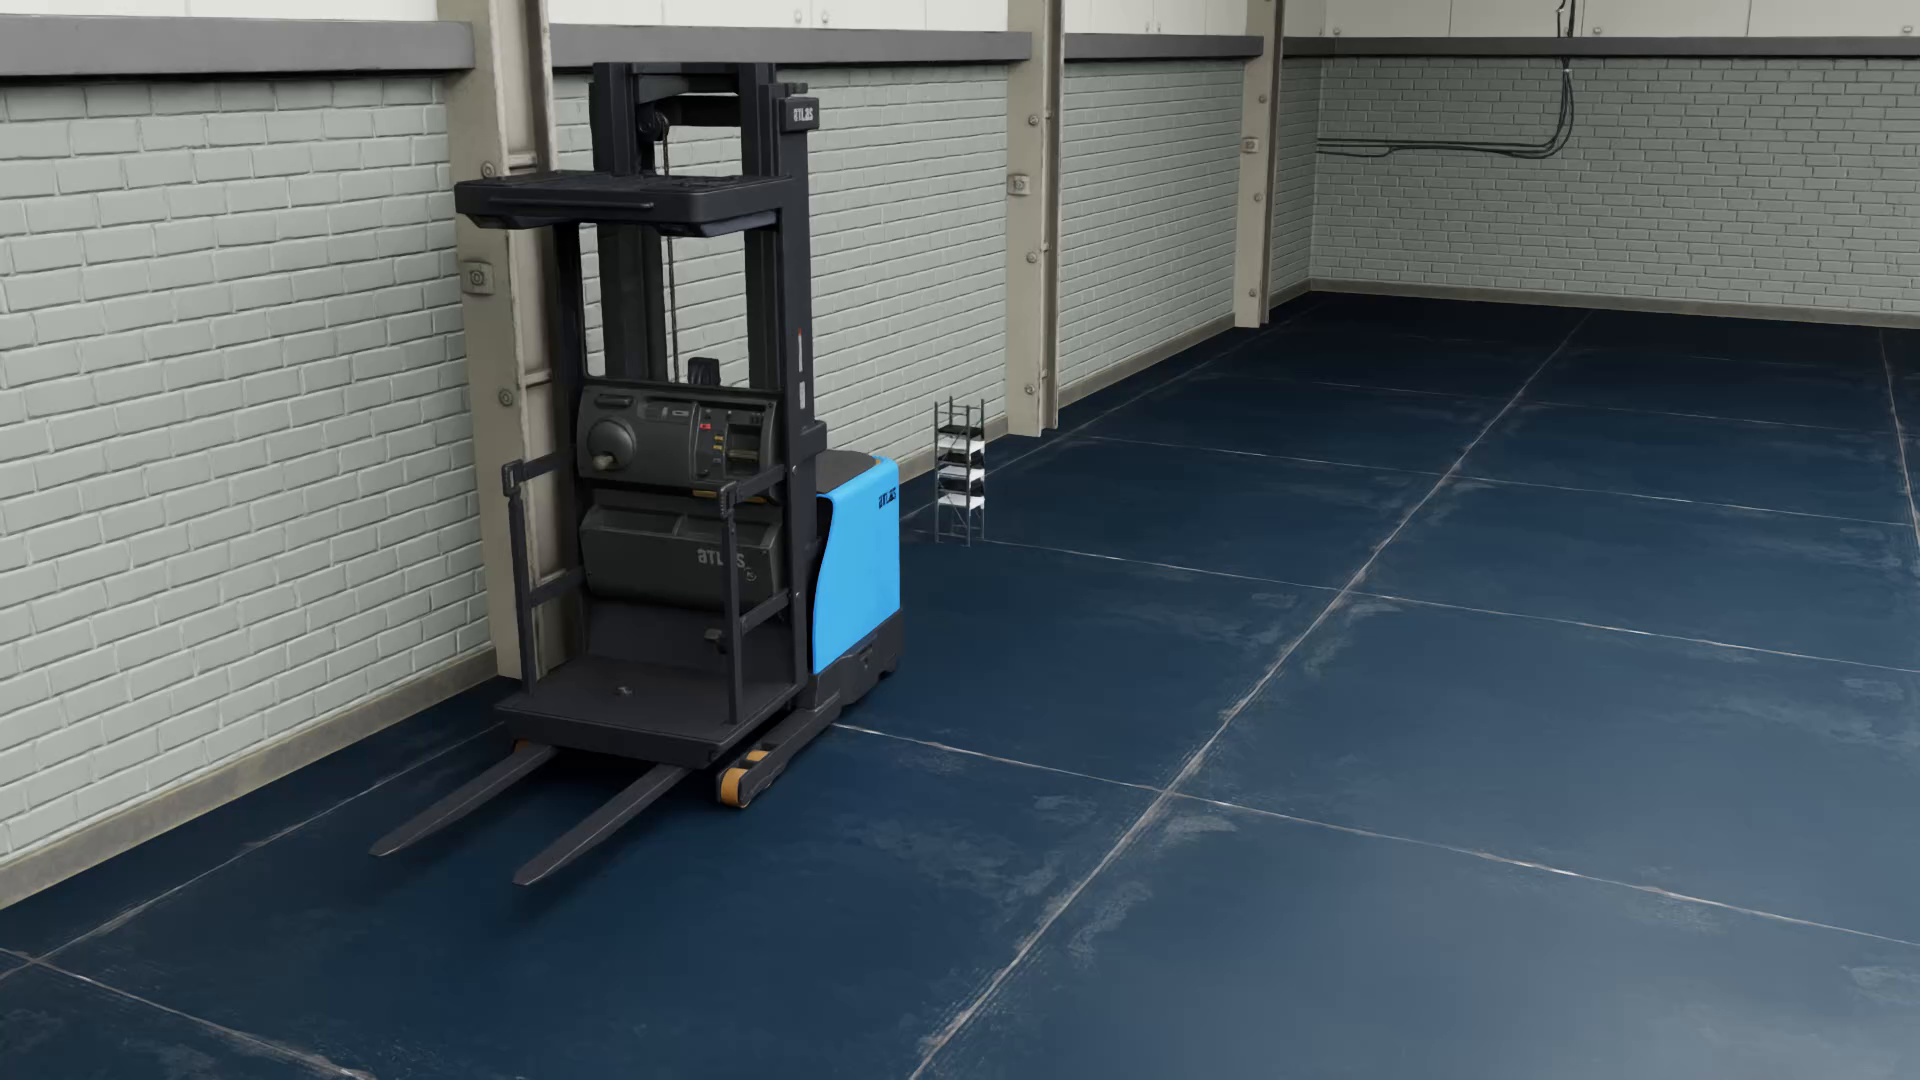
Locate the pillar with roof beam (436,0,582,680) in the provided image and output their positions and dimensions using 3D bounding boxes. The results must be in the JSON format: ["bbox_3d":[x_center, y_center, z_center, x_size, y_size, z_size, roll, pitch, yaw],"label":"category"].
[{"bbox_3d":[1.748,-3.132,5.264,9.100,9.000,0.400,8,18,25],"label":"pillar with roof beam"}]

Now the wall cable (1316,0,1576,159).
[{"bbox_3d":[5.759,-5.830,19.801,3.097,2.526,0.112,8,18,25],"label":"wall cable"}]

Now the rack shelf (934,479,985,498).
[{"bbox_3d":[-0.004,-0.311,10.424,0.258,0.077,0.200,8,18,25],"label":"rack shelf"}]

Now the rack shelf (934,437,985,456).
[{"bbox_3d":[-0.004,-0.570,10.348,0.258,0.077,0.200,8,18,25],"label":"rack shelf"}]

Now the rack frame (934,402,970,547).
[{"bbox_3d":[-0.049,-0.403,10.302,0.240,0.900,0.006,8,18,25],"label":"rack frame"}]

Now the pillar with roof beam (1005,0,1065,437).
[{"bbox_3d":[4.429,-4.660,10.410,9.100,9.000,0.400,8,18,25],"label":"pillar with roof beam"}]

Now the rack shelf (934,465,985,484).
[{"bbox_3d":[-0.004,-0.397,10.399,0.258,0.077,0.200,8,18,25],"label":"rack shelf"}]

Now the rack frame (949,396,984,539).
[{"bbox_3d":[0.042,-0.455,10.476,0.240,0.900,0.006,8,18,25],"label":"rack frame"}]

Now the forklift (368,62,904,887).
[{"bbox_3d":[-1.278,-0.438,6.850,1.130,2.935,3.031,6,18,20],"label":"forklift"}]

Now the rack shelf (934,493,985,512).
[{"bbox_3d":[-0.004,-0.225,10.450,0.258,0.077,0.200,8,18,25],"label":"rack shelf"}]

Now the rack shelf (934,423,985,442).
[{"bbox_3d":[-0.004,-0.656,10.322,0.258,0.077,0.200,8,18,25],"label":"rack shelf"}]

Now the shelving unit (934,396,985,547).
[{"bbox_3d":[-0.004,-0.429,10.389,0.258,0.900,0.210,8,18,25],"label":"shelving unit"}]

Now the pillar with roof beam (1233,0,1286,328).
[{"bbox_3d":[7.111,-6.189,15.555,9.100,9.000,0.400,8,18,25],"label":"pillar with roof beam"}]

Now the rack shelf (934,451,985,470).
[{"bbox_3d":[-0.004,-0.484,10.373,0.258,0.077,0.200,8,18,25],"label":"rack shelf"}]
